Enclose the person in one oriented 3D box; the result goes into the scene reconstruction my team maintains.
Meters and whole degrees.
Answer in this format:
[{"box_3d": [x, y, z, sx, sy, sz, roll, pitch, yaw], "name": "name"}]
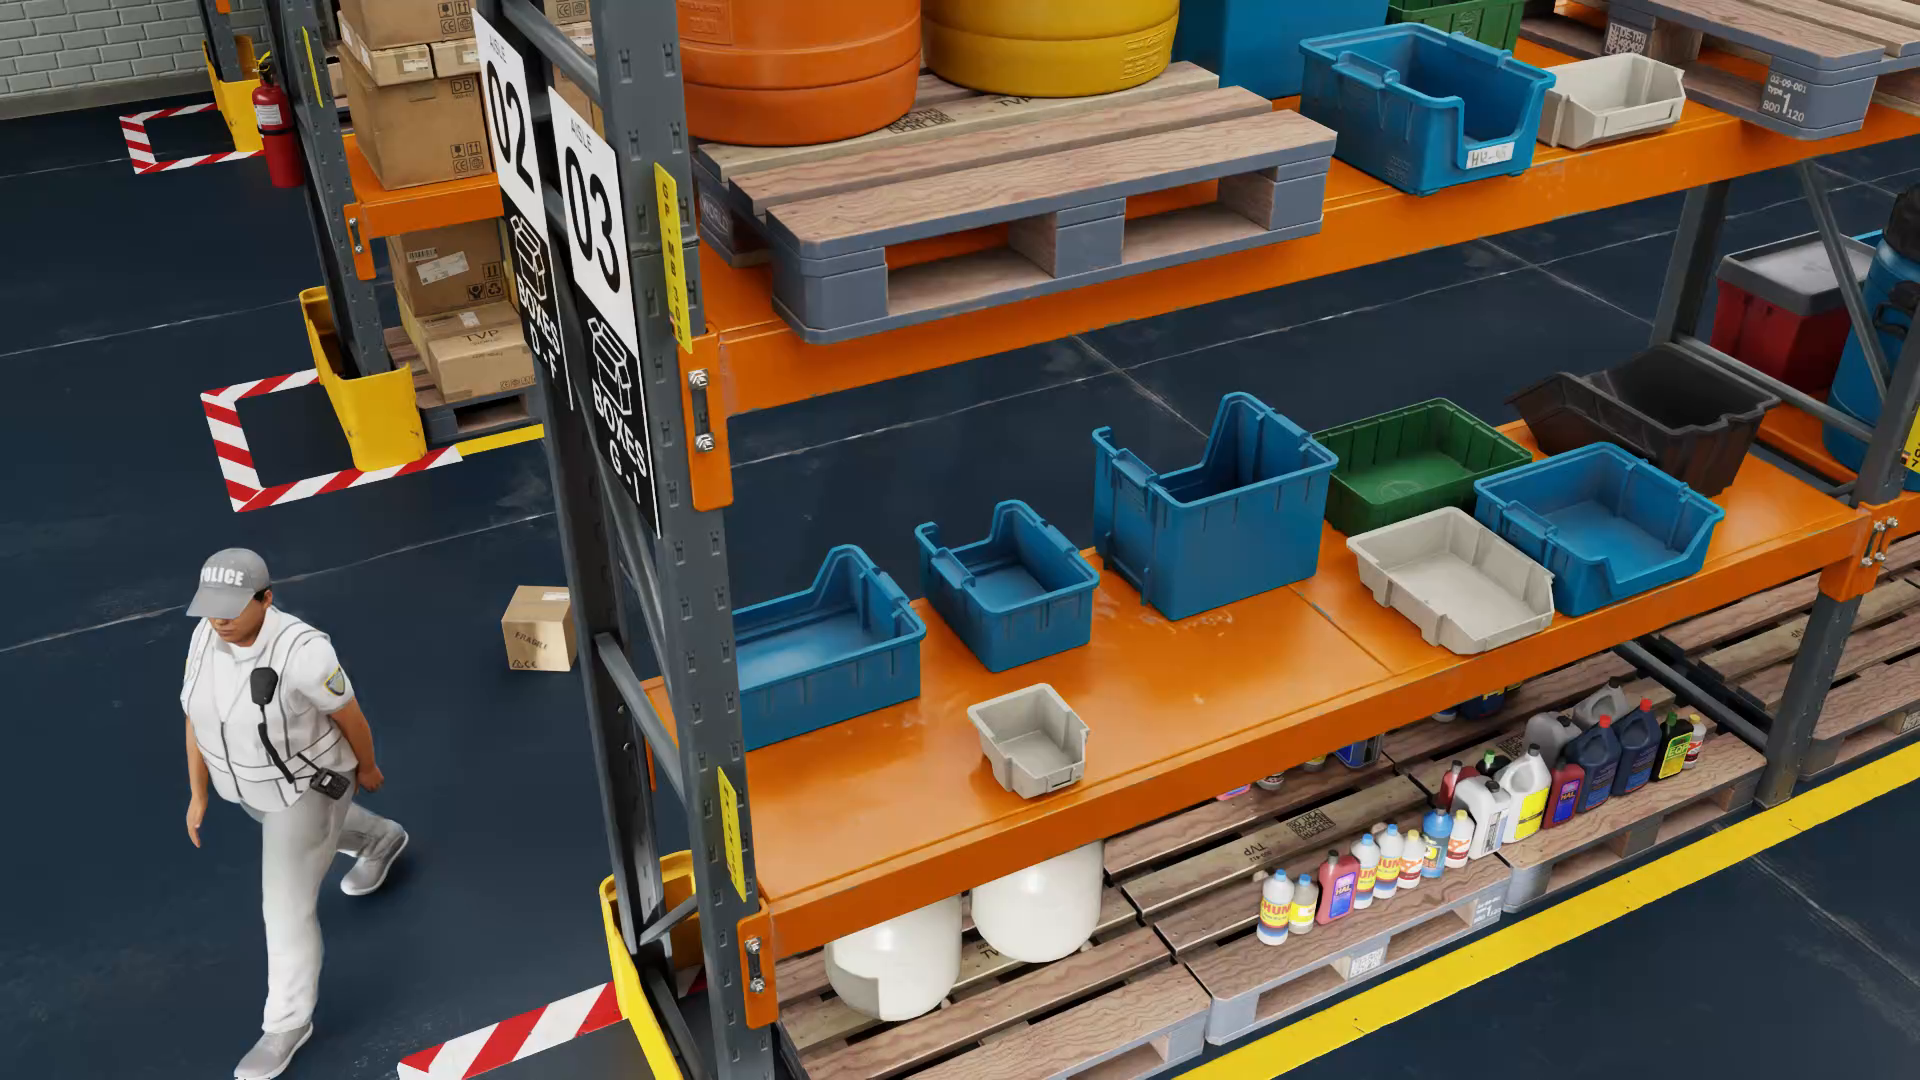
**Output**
[{"box_3d": [-2.068, 0.723, 5.035, 0.469, 1.604, 1.044, 13, 36, 19], "name": "person"}]
